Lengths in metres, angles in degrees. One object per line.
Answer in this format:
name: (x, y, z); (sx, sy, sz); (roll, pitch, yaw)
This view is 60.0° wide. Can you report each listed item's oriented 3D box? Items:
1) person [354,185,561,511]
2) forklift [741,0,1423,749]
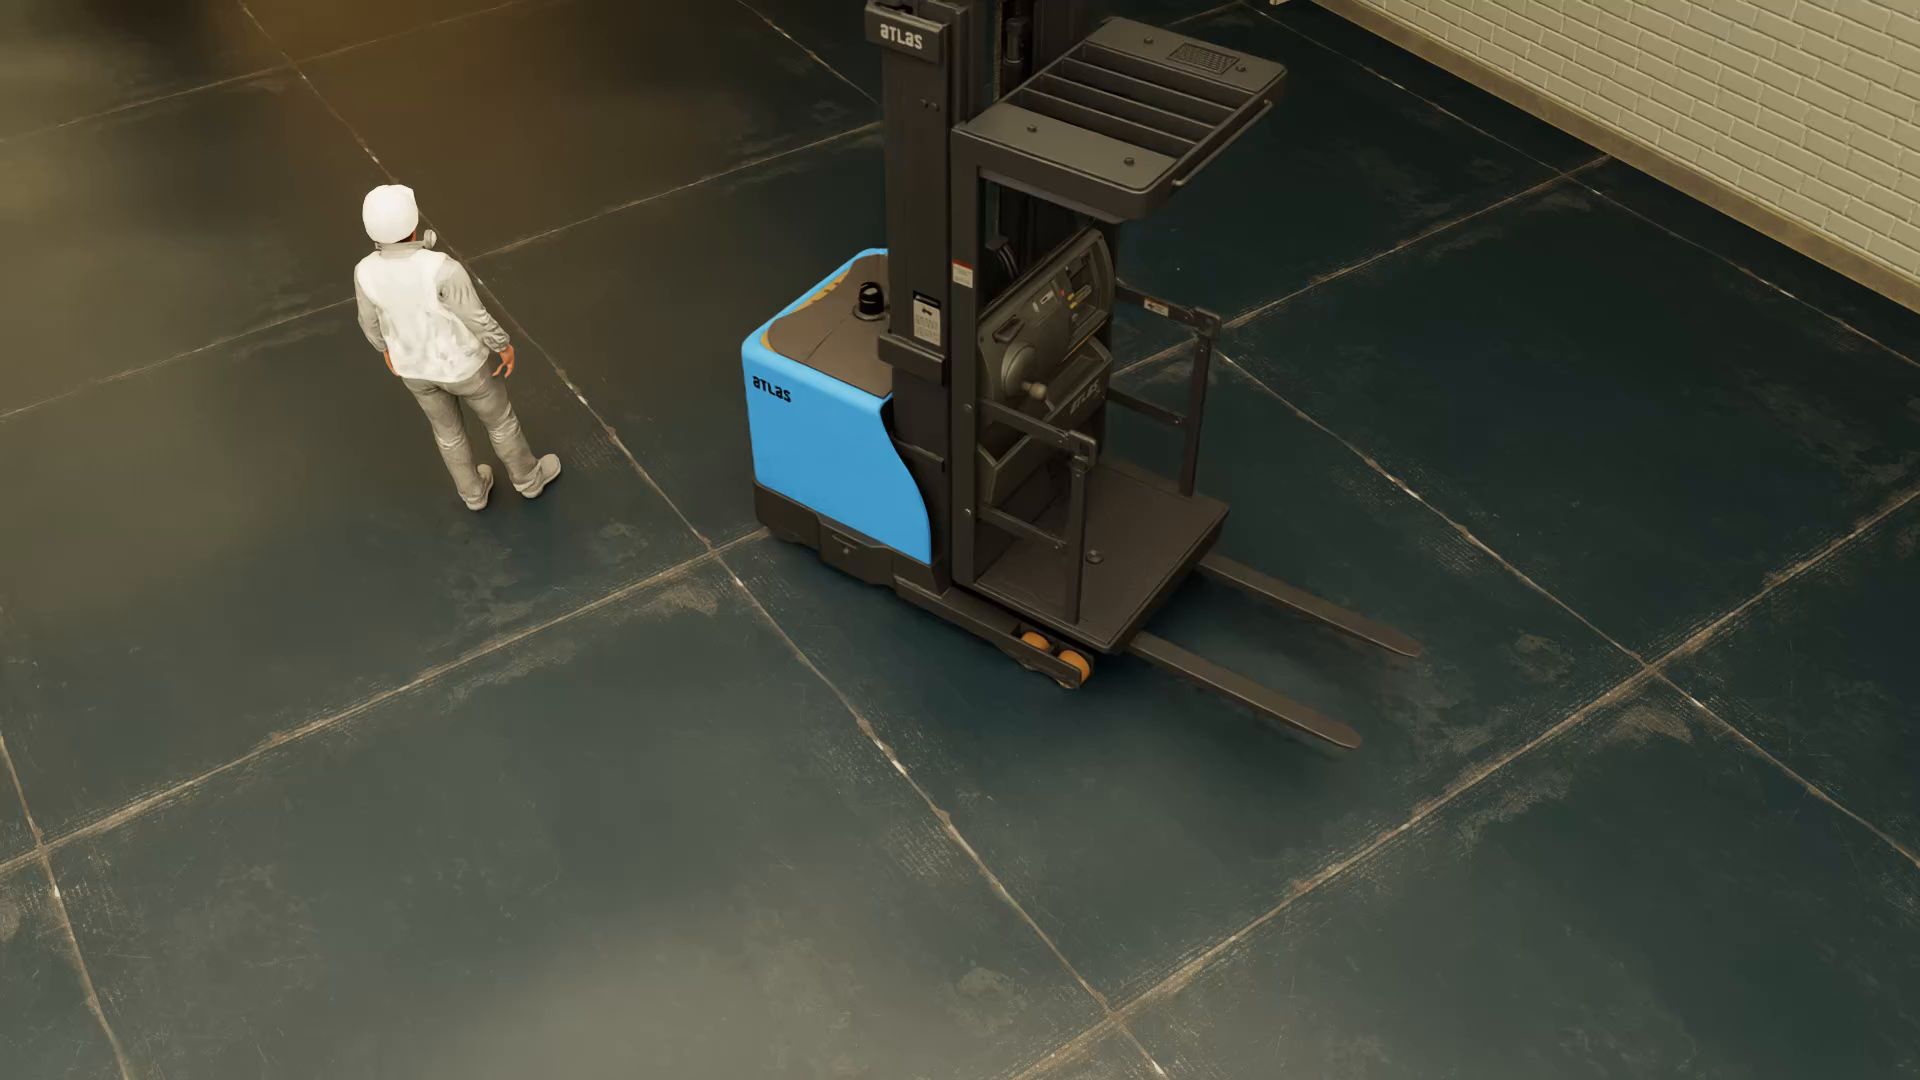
person: (-2.307, -0.874, 7.507); (0.630, 1.773, 0.570); (4, 43, 5)
forklift: (0.528, -0.849, 6.637); (3.031, 2.935, 1.130); (25, 48, 25)
